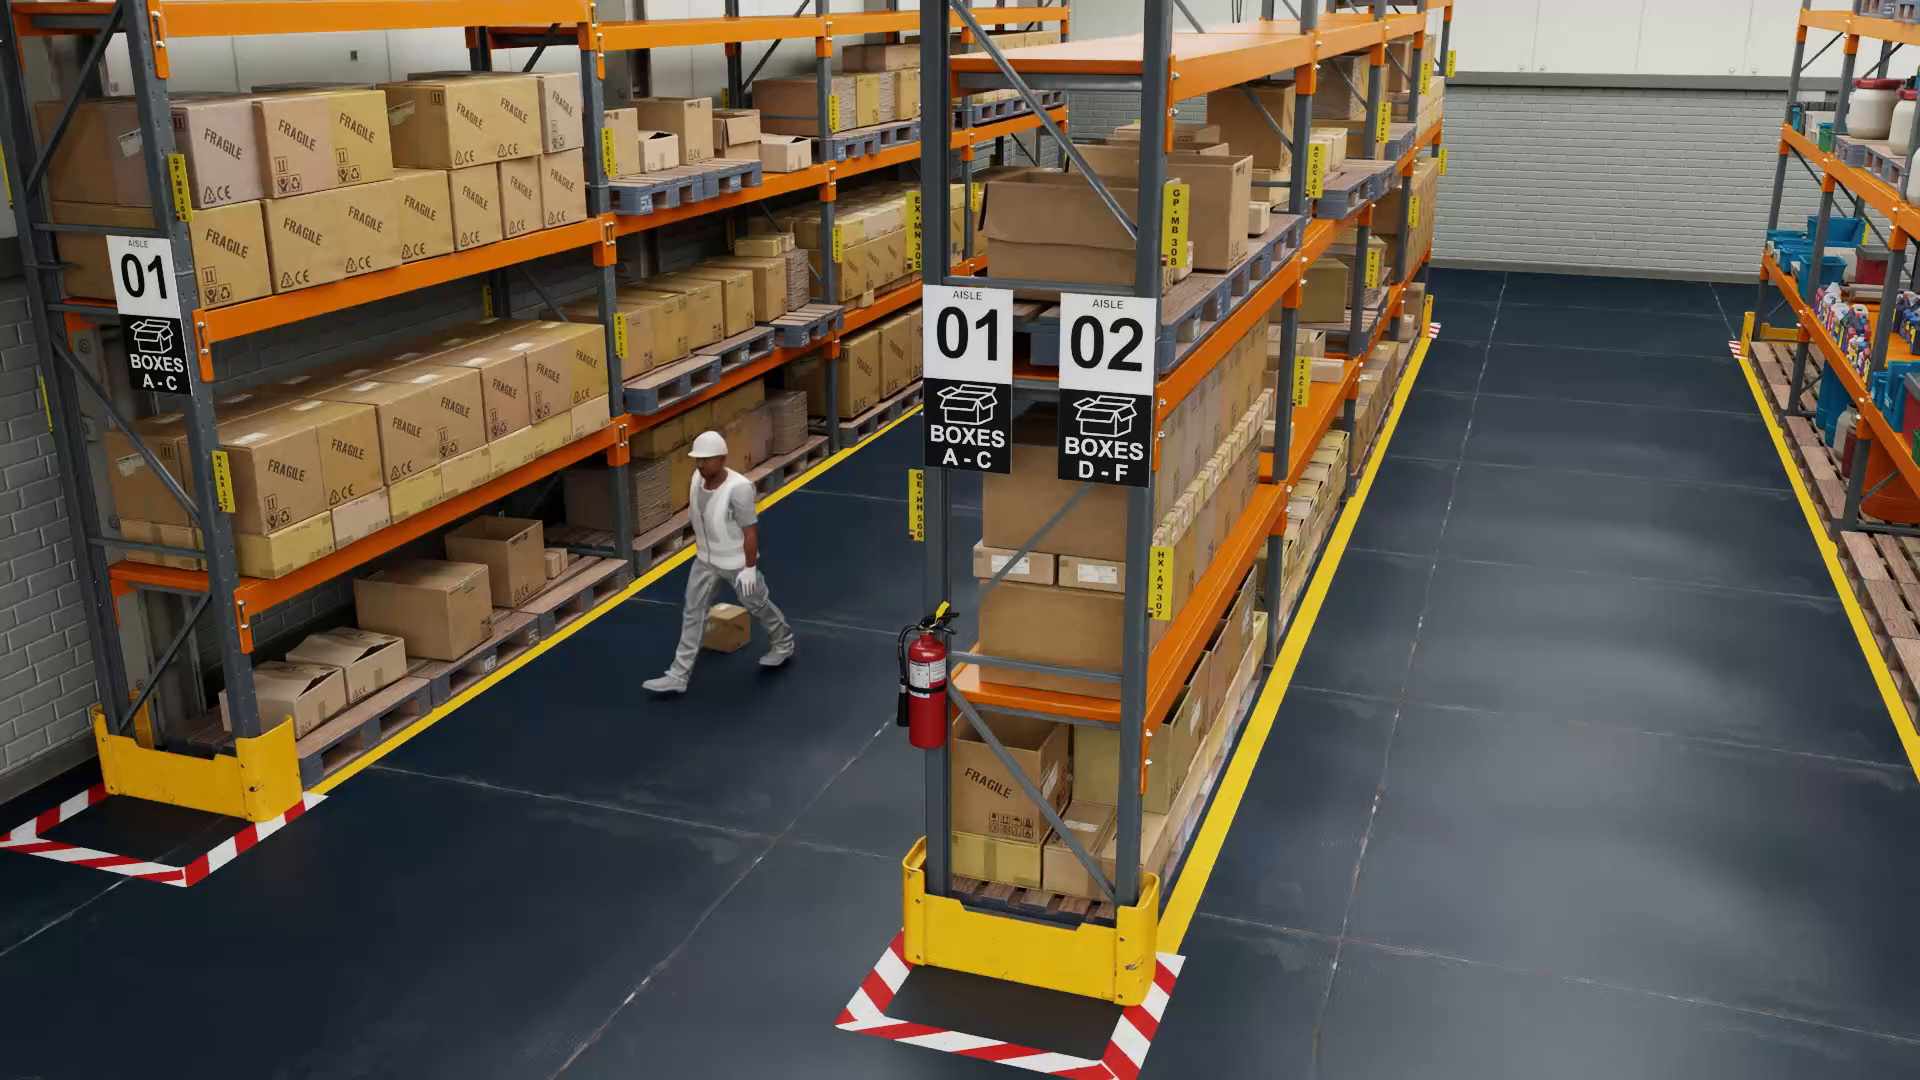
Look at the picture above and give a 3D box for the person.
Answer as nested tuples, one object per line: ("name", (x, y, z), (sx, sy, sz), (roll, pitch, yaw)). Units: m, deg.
("person", (-1.530, 0.122, 10.713), (0.577, 1.714, 1.098), (14, 23, 35))
